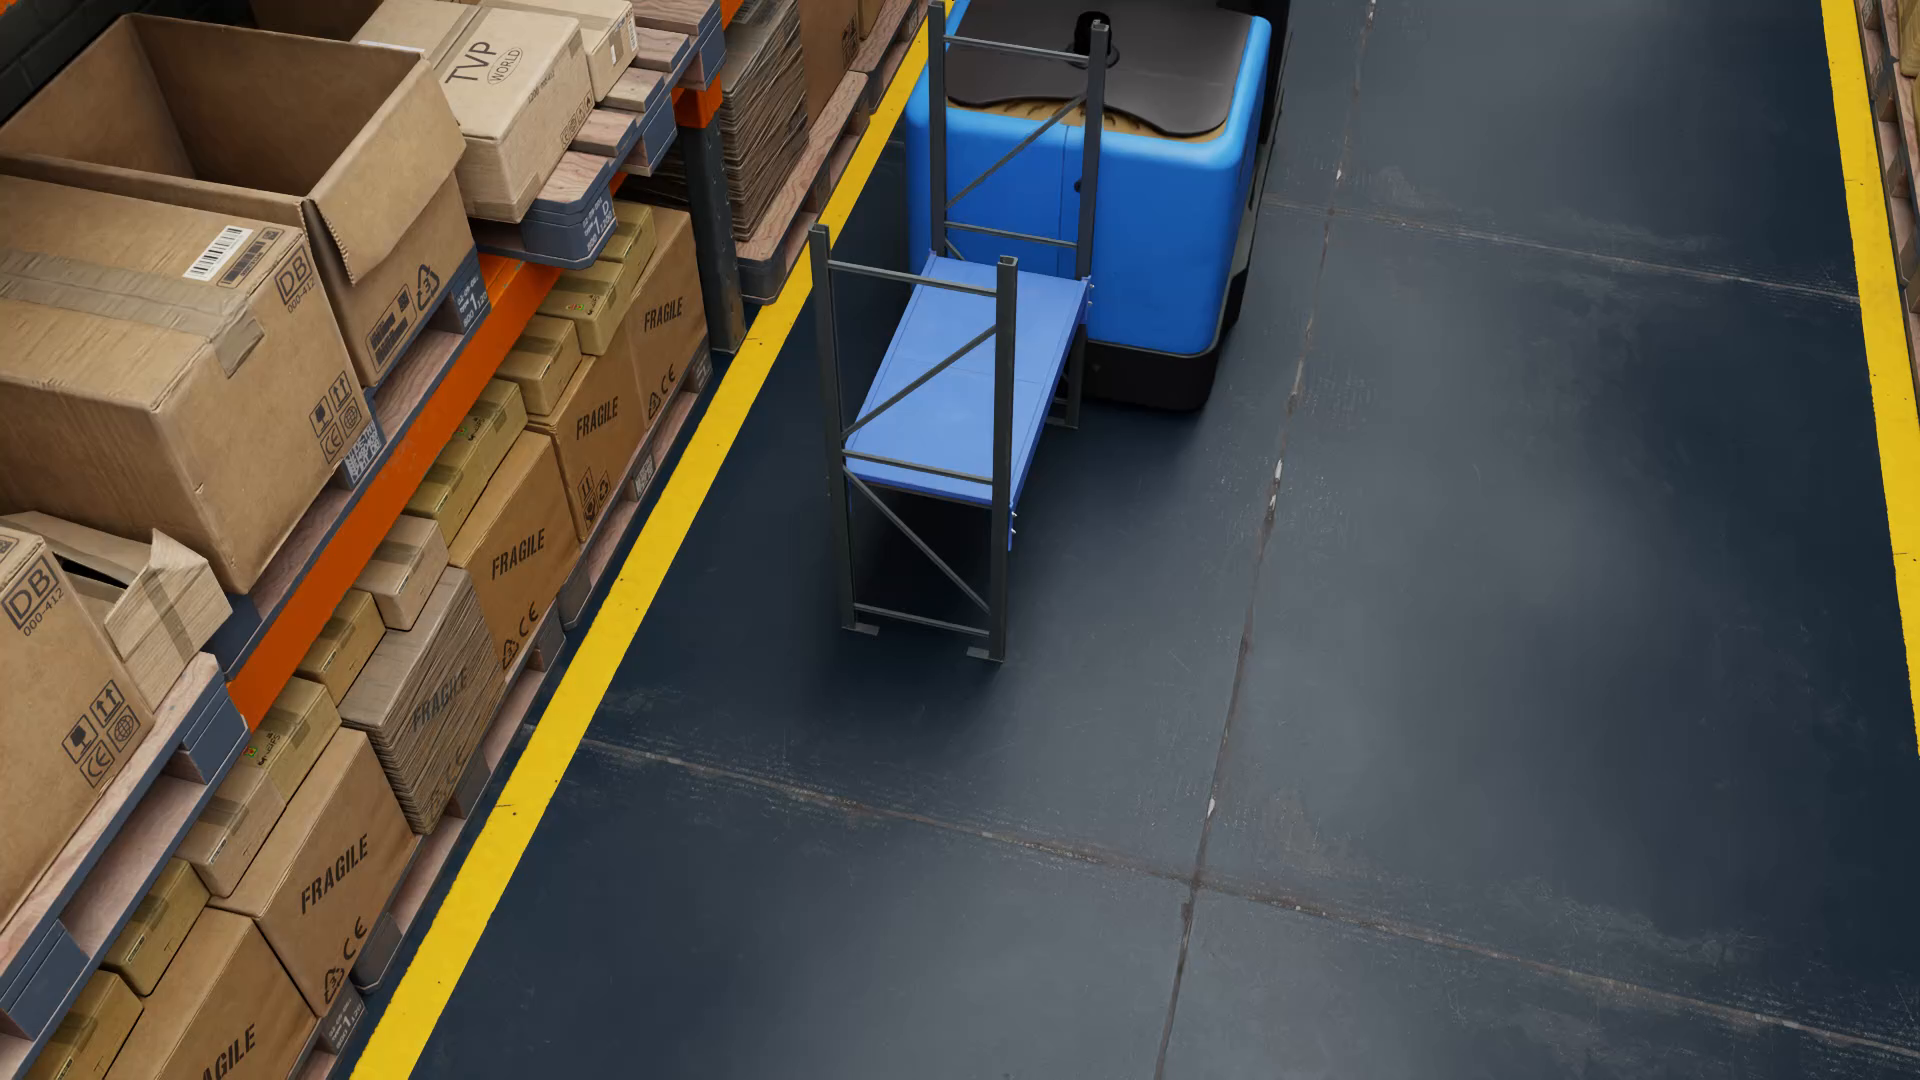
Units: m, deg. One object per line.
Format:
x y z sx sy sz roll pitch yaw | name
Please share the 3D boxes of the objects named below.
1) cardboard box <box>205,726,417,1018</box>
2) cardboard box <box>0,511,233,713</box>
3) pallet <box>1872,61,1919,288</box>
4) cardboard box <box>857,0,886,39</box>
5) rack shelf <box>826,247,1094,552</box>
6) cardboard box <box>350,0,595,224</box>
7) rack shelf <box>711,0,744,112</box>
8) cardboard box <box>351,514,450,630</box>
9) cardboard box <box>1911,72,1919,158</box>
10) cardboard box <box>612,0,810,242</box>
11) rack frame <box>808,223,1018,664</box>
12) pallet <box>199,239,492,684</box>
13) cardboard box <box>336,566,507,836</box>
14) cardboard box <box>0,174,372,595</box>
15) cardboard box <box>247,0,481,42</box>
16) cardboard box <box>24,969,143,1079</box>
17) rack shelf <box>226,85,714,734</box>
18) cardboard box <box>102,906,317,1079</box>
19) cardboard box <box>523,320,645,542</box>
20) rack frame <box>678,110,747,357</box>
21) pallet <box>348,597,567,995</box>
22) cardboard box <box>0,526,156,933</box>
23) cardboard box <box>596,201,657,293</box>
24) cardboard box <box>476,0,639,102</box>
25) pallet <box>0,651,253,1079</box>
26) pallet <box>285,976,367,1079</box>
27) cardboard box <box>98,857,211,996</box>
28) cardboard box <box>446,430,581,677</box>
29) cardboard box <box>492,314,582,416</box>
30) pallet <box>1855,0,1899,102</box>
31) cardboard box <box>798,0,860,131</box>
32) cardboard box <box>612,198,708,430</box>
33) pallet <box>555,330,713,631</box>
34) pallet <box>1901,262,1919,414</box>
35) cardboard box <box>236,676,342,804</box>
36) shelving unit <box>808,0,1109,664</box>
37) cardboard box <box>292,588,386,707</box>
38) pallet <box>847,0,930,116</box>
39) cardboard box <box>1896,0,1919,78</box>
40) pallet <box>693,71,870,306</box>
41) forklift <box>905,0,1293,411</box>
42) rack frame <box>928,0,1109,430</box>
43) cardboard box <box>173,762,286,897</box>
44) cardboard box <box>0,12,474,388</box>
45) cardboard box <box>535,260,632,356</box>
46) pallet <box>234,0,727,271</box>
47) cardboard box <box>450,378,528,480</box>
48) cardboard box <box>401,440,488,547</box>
-1.695 0.752 3.973 0.500 0.500 0.500 10 49 9 | cardboard box
-1.570 0.093 2.977 0.396 0.266 0.258 14 50 12 | cardboard box
4.067 -1.322 6.276 1.003 0.211 1.213 12 50 10 | pallet
-0.734 -2.540 6.795 0.875 0.625 0.625 10 49 8 | cardboard box
0.022 -0.439 4.877 0.538 0.185 1.000 12 50 10 | rack shelf
-1.218 -1.039 3.987 0.500 0.250 0.500 9 49 8 | cardboard box
-0.726 -2.986 6.364 1.077 0.370 4.000 12 50 10 | rack shelf
-1.514 0.057 4.153 0.380 0.149 0.250 9 49 8 | cardboard box
4.087 -1.559 6.098 0.950 0.372 0.625 13 50 11 | cardboard box
-1.075 -1.579 5.946 0.875 0.625 0.625 13 50 11 | cardboard box
-0.111 -0.190 4.418 0.500 1.500 0.032 12 50 10 | rack frame
-1.760 -0.306 3.647 1.003 0.211 1.213 12 50 10 | pallet
-1.552 0.378 4.303 0.500 0.500 0.500 10 49 9 | cardboard box
-1.620 -0.304 3.171 0.700 0.500 0.500 11 50 10 | cardboard box
-1.539 -1.608 4.321 0.500 0.500 0.500 14 50 12 | cardboard box
-1.900 0.979 3.339 0.380 0.149 0.250 9 49 8 | cardboard box
-1.779 -0.092 3.811 1.077 0.370 4.000 12 50 10 | rack shelf
-1.830 1.112 3.655 0.500 0.500 0.500 11 49 10 | cardboard box
-1.298 -0.381 4.972 0.500 0.500 0.500 11 49 9 | cardboard box
-1.253 -1.777 4.818 1.000 3.000 0.127 12 50 10 | rack frame
-1.809 0.558 4.617 1.003 0.211 1.213 12 50 10 | pallet
-1.826 0.264 2.670 0.700 0.500 0.500 12 50 10 | cardboard box
-1.138 -0.896 4.995 0.380 0.149 0.250 9 49 8 | cardboard box
-1.055 -1.282 4.268 0.380 0.149 0.250 12 50 11 | cardboard box
-1.990 0.623 2.827 1.003 0.211 1.213 12 50 10 | pallet
-2.128 1.443 3.835 1.003 0.211 1.213 12 50 10 | pallet
-1.841 0.778 3.517 0.380 0.149 0.250 11 49 9 | cardboard box
-1.434 -0.001 4.638 0.500 0.500 0.500 14 50 12 | cardboard box
-1.292 -0.511 4.655 0.380 0.149 0.250 10 49 9 | cardboard box
4.386 -2.207 7.057 1.003 0.211 1.213 12 50 10 | pallet
-0.911 -2.053 6.365 0.875 0.625 0.625 13 50 11 | cardboard box
-1.157 -0.740 5.290 0.500 0.500 0.500 13 50 11 | cardboard box
-1.486 -0.322 5.393 1.003 0.211 1.213 12 50 10 | pallet
3.744 -0.442 5.500 1.003 0.211 1.213 12 50 10 | pallet
-1.671 0.426 3.828 0.380 0.149 0.250 13 50 11 | cardboard box
0.022 -0.558 4.742 0.538 1.500 1.048 12 50 10 | shelving unit
-1.628 0.225 4.005 0.380 0.149 0.250 12 50 10 | cardboard box
-0.675 -2.322 7.158 1.003 0.211 1.213 12 50 10 | pallet
4.268 -2.062 6.542 0.950 0.372 0.625 14 50 12 | cardboard box
-0.998 -1.442 6.382 1.003 0.211 1.213 12 50 10 | pallet
0.676 -2.532 5.530 1.130 2.935 3.031 11 49 9 | forklift
0.156 -0.926 5.067 0.500 1.500 0.032 12 50 10 | rack frame
-1.739 0.605 3.670 0.380 0.149 0.250 11 50 10 | cardboard box
-1.504 -0.733 3.547 0.797 0.503 0.637 11 49 9 | cardboard box
-1.180 -0.693 4.815 0.380 0.149 0.250 9 49 8 | cardboard box
-1.363 -1.209 4.445 1.213 0.211 1.003 12 50 10 | pallet
-1.405 -0.329 4.494 0.380 0.149 0.250 13 50 11 | cardboard box
-1.471 -0.148 4.335 0.380 0.149 0.250 11 49 9 | cardboard box
